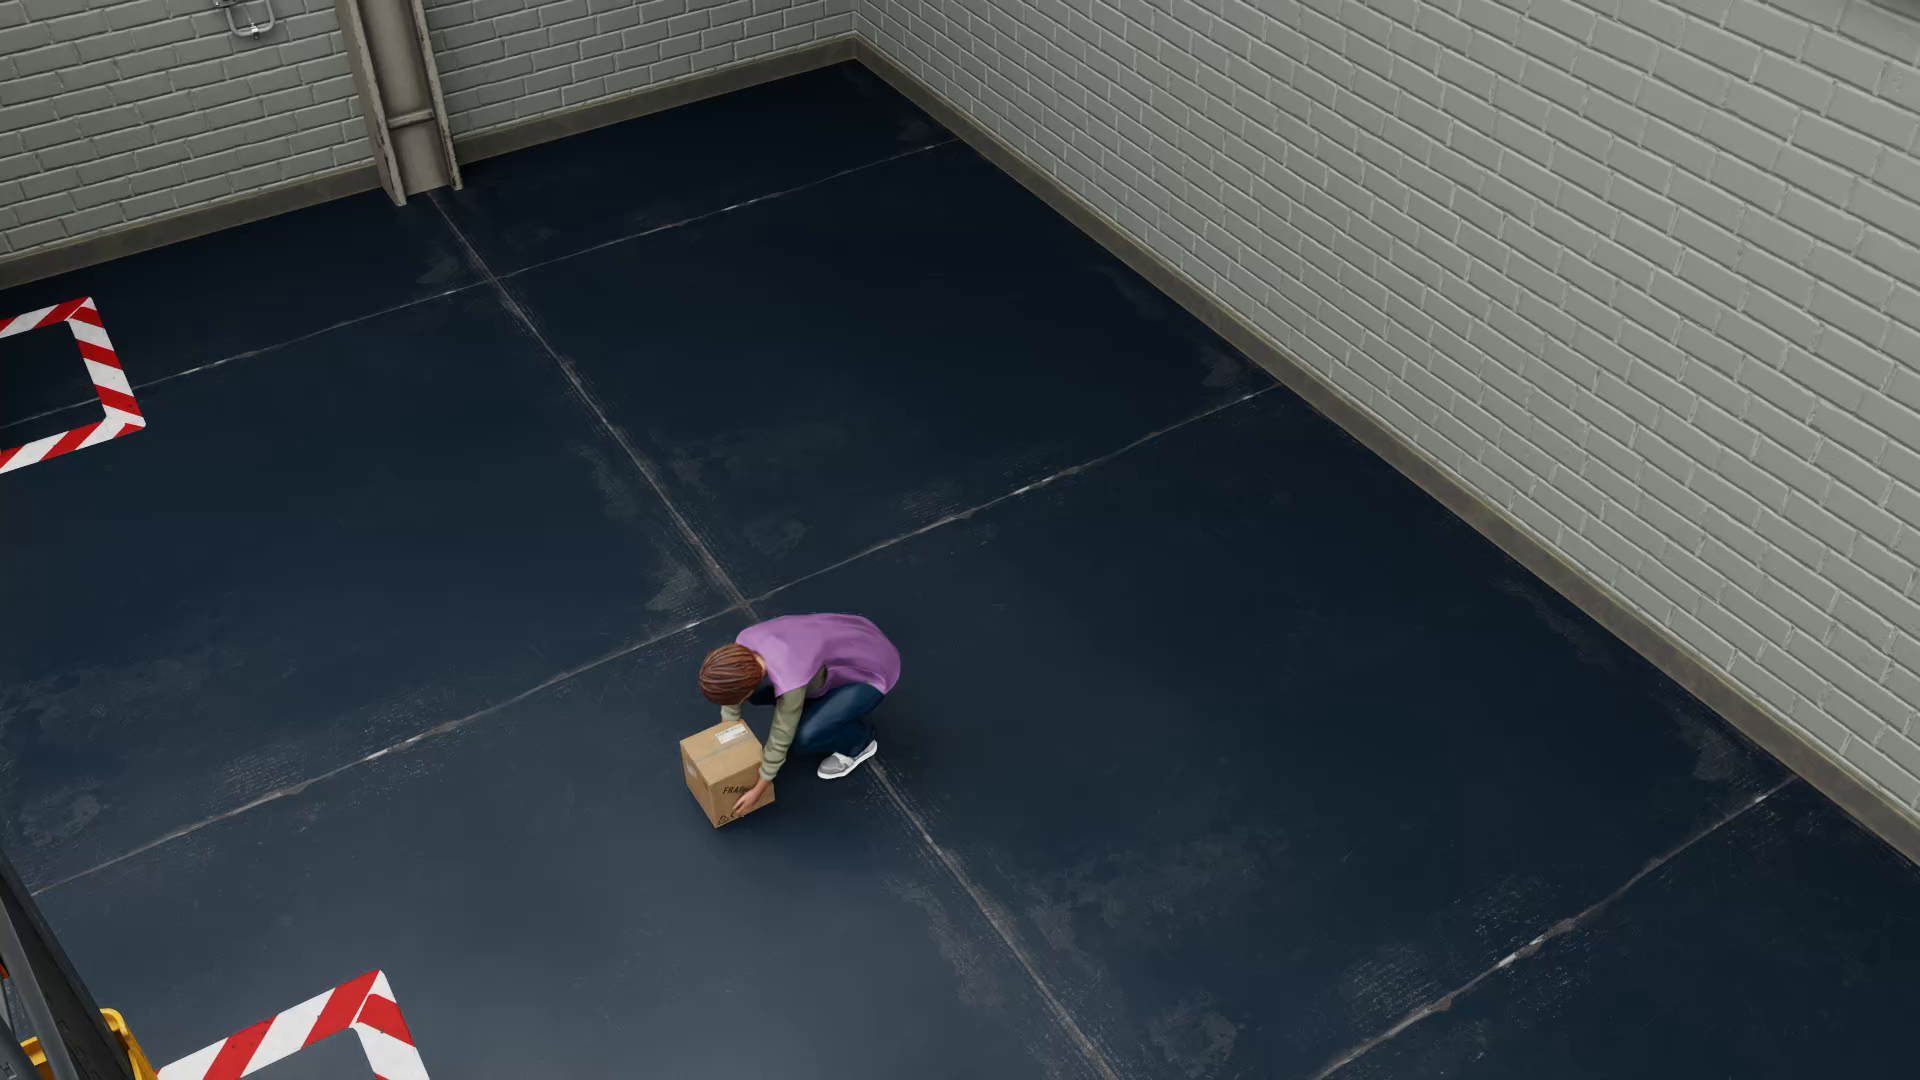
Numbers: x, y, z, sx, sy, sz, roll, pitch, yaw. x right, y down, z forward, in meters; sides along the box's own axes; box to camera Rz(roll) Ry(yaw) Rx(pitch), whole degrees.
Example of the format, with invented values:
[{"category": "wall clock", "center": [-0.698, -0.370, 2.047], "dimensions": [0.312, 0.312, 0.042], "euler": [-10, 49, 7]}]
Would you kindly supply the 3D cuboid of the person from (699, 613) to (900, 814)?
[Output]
[{"category": "person", "center": [-0.590, 0.554, 6.164], "dimensions": [0.803, 0.774, 0.436], "euler": [-23, 46, -24]}]
